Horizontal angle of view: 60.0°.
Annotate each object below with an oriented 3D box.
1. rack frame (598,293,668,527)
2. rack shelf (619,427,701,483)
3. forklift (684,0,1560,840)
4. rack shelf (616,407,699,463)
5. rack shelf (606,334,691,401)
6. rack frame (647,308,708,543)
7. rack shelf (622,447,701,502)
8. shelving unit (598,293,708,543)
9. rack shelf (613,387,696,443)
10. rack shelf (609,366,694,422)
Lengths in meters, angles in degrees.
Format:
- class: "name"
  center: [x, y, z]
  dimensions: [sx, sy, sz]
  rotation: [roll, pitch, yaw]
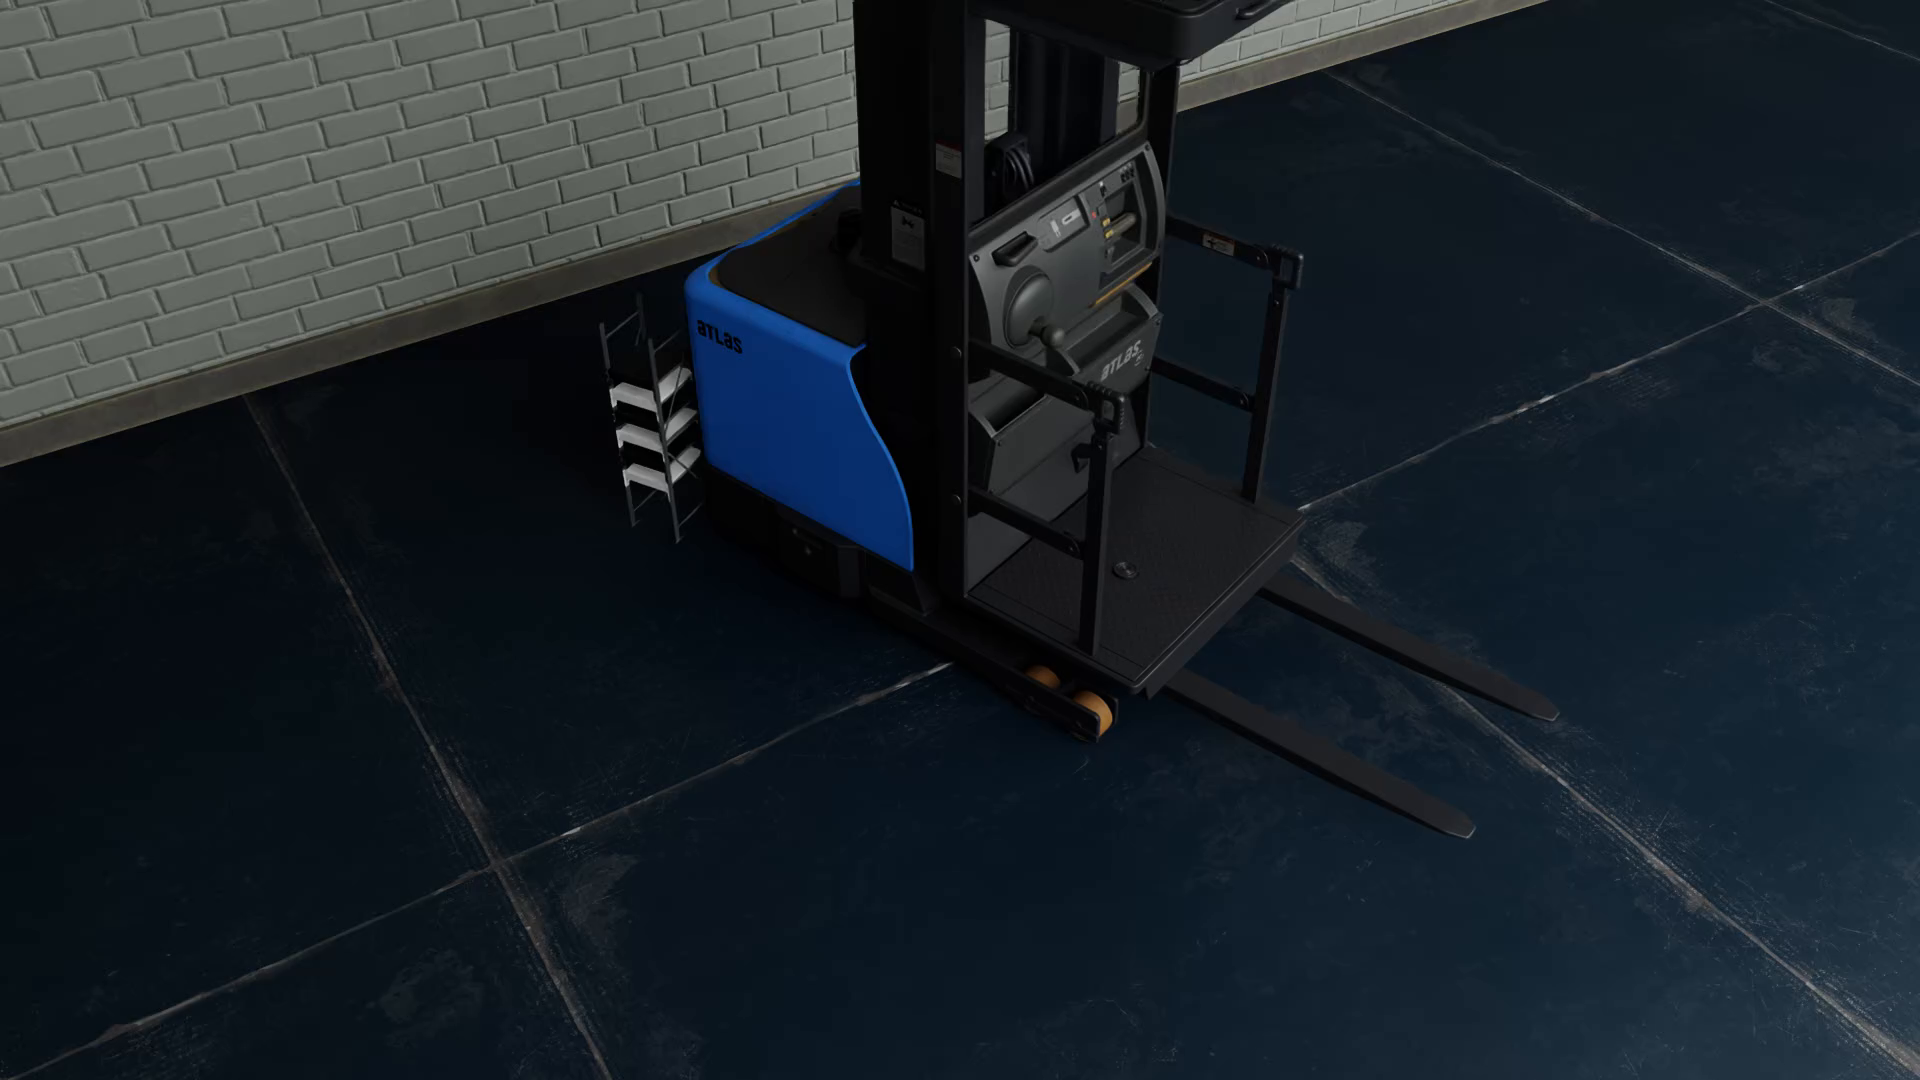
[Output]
- class: "rack frame"
  center: [-1.189, -0.462, 6.102]
  dimensions: [0.006, 0.900, 0.240]
  rotation: [18, 43, 21]
- class: "rack shelf"
  center: [-1.099, -0.338, 6.145]
  dimensions: [0.200, 0.077, 0.258]
  rotation: [18, 43, 21]
- class: "forklift"
  center: [0.507, -0.853, 4.984]
  dimensions: [3.031, 2.935, 1.130]
  rotation: [27, 47, 29]
- class: "rack shelf"
  center: [-1.099, -0.407, 6.087]
  dimensions: [0.200, 0.077, 0.258]
  rotation: [18, 43, 21]
- class: "rack shelf"
  center: [-1.099, -0.614, 5.914]
  dimensions: [0.200, 0.077, 0.258]
  rotation: [18, 43, 21]
- class: "rack frame"
  center: [-1.008, -0.403, 6.030]
  dimensions: [0.006, 0.900, 0.240]
  rotation: [18, 43, 21]
- class: "rack shelf"
  center: [-1.099, -0.269, 6.203]
  dimensions: [0.200, 0.077, 0.258]
  rotation: [18, 43, 21]
- class: "shelving unit"
  center: [-1.099, -0.432, 6.066]
  dimensions: [0.210, 0.900, 0.258]
  rotation: [18, 43, 21]
- class: "rack shelf"
  center: [-1.099, -0.476, 6.030]
  dimensions: [0.200, 0.077, 0.258]
  rotation: [18, 43, 21]
- class: "rack shelf"
  center: [-1.099, -0.545, 5.972]
  dimensions: [0.200, 0.077, 0.258]
  rotation: [18, 43, 21]
